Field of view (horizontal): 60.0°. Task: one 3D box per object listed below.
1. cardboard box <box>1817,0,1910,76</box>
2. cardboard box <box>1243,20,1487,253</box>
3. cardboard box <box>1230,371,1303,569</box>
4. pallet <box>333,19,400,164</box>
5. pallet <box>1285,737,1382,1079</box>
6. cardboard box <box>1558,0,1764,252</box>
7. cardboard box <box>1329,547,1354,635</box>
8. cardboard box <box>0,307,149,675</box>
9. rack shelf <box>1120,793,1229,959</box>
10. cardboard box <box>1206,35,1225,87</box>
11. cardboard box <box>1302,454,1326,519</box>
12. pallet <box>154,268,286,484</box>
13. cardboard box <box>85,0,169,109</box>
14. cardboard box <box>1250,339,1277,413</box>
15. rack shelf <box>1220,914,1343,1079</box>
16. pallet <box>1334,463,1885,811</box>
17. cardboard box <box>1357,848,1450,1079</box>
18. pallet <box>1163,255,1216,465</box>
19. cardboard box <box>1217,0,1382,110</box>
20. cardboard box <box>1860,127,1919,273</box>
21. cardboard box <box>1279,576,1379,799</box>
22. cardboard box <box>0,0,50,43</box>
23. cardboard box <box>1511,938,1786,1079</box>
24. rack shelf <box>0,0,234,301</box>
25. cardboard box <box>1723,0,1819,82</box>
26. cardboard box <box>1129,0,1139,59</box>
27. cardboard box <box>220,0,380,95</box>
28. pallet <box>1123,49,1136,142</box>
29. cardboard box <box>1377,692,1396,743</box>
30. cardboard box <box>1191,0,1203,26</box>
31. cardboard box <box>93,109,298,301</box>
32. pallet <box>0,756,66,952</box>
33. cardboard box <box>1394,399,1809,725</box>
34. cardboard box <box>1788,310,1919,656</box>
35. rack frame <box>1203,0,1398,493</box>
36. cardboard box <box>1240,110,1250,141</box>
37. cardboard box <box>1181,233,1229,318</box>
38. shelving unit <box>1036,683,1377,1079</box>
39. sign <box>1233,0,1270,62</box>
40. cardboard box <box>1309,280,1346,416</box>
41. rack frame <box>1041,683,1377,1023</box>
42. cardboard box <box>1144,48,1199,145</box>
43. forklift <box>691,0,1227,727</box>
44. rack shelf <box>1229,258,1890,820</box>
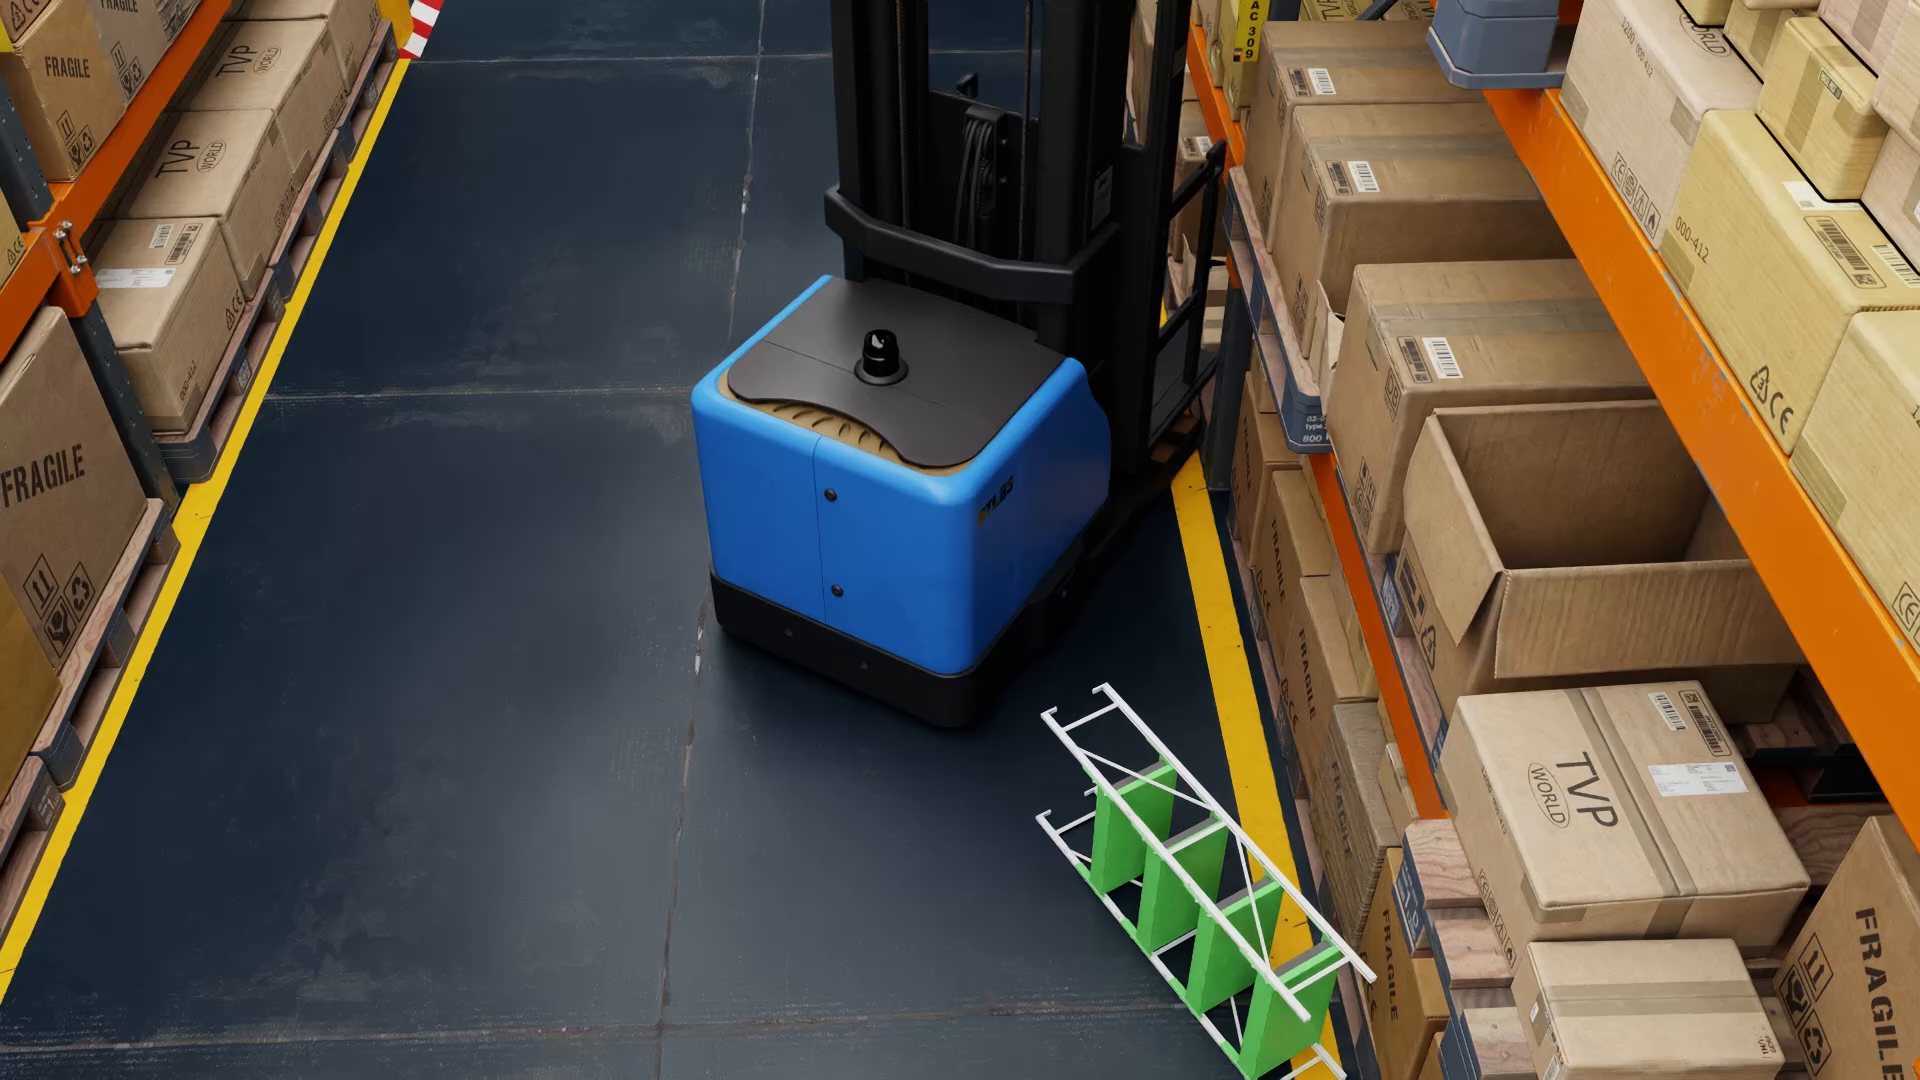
[{"bbox_3d":[1.383,-0.708,2.178,0.380,0.149,0.250,-2,43,-2],"label":"cardboard box"},{"bbox_3d":[1.256,-1.205,4.960,0.700,0.500,0.500,-1,43,-1],"label":"cardboard box"},{"bbox_3d":[1.255,-0.246,5.838,0.500,0.500,0.500,0,43,0],"label":"cardboard box"},{"bbox_3d":[-3.557,-2.336,8.642,1.003,0.211,1.213,-2,43,-2],"label":"pallet"},{"bbox_3d":[1.587,1.055,4.942,1.003,0.211,1.213,-2,43,-2],"label":"pallet"},{"bbox_3d":[1.321,-0.713,2.699,0.500,0.250,0.500,-2,43,-2],"label":"cardboard box"},{"bbox_3d":[1.319,0.143,4.933,0.380,0.149,0.250,-2,43,-2],"label":"cardboard box"},{"bbox_3d":[-3.393,-0.156,5.462,0.875,0.875,0.875,0,43,0],"label":"cardboard box"},{"bbox_3d":[0.623,0.967,4.813,0.258,0.480,0.148,-23,47,-23],"label":"rack shelf"},{"bbox_3d":[1.126,-1.811,6.192,0.380,0.149,0.250,-1,43,-1],"label":"cardboard box"},{"bbox_3d":[1.320,-0.211,5.319,0.380,0.149,0.250,-4,43,-4],"label":"cardboard box"},{"bbox_3d":[-3.454,-0.689,6.845,1.003,0.211,1.213,-2,43,-2],"label":"pallet"},{"bbox_3d":[-3.275,-1.902,6.031,0.500,0.500,0.500,-1,43,-2],"label":"cardboard box"},{"bbox_3d":[1.209,-0.569,5.710,0.380,0.149,0.250,0,43,0],"label":"cardboard box"},{"bbox_3d":[0.874,1.244,4.511,0.258,0.480,0.148,-23,47,-23],"label":"rack shelf"},{"bbox_3d":[1.542,0.112,4.050,1.003,0.211,1.213,-2,43,-2],"label":"pallet"},{"bbox_3d":[1.361,1.150,4.314,0.500,0.500,0.500,0,43,0],"label":"cardboard box"},{"bbox_3d":[1.431,-0.782,6.947,1.003,0.211,1.213,-2,43,-2],"label":"pallet"},{"bbox_3d":[1.194,-1.737,5.816,0.500,0.250,0.500,-1,43,-1],"label":"cardboard box"},{"bbox_3d":[1.397,-0.429,2.095,0.380,0.149,0.250,-1,43,-1],"label":"cardboard box"},{"bbox_3d":[1.304,0.450,5.079,0.500,0.500,0.500,-3,43,-3],"label":"cardboard box"},{"bbox_3d":[-3.278,-1.935,5.327,0.500,0.500,0.500,-1,43,-2],"label":"cardboard box"},{"bbox_3d":[1.218,0.860,2.967,0.380,0.149,0.250,-1,43,-1],"label":"cardboard box"},{"bbox_3d":[-3.585,-2.286,7.057,1.077,0.370,4.000,-2,43,-2],"label":"rack shelf"},{"bbox_3d":[1.382,-0.766,2.461,0.380,0.149,0.250,-1,43,-1],"label":"cardboard box"},{"bbox_3d":[1.221,-2.865,8.693,0.797,0.503,0.637,-3,43,-3],"label":"cardboard box"},{"bbox_3d":[-3.542,-2.669,8.527,0.875,0.438,0.875,-3,43,-3],"label":"cardboard box"},{"bbox_3d":[1.328,-2.429,8.744,1.003,0.211,1.213,-2,43,-2],"label":"pallet"},{"bbox_3d":[1.367,0.492,4.552,0.380,0.149,0.250,-1,43,-2],"label":"cardboard box"},{"bbox_3d":[1.103,-2.161,6.574,0.380,0.149,0.250,-2,43,-2],"label":"cardboard box"},{"bbox_3d":[-3.458,-1.443,7.190,0.875,0.438,0.875,-3,43,-3],"label":"cardboard box"},{"bbox_3d":[-3.337,1.171,4.816,1.003,0.211,1.213,-2,43,-2],"label":"pallet"},{"bbox_3d":[1.375,0.065,3.572,0.797,0.503,0.637,-3,43,-3],"label":"cardboard box"},{"bbox_3d":[1.365,-0.036,1.960,0.500,0.250,0.500,-3,43,-3],"label":"cardboard box"},{"bbox_3d":[1.459,-1.346,5.499,1.000,3.000,0.127,-2,43,-2],"label":"rack frame"},{"bbox_3d":[1.194,-1.462,5.811,0.380,0.149,0.250,-1,43,-1],"label":"cardboard box"},{"bbox_3d":[1.127,-1.102,6.945,0.396,0.266,0.258,0,43,0],"label":"cardboard box"},{"bbox_3d":[0.656,1.004,4.773,0.258,0.503,1.200,-23,47,-23],"label":"shelving unit"},{"bbox_3d":[0.918,-1.645,5.184,0.100,0.325,0.005,-2,43,-2],"label":"sign"},{"bbox_3d":[1.135,-0.502,4.367,0.396,0.266,0.258,0,43,0],"label":"cardboard box"},{"bbox_3d":[0.656,0.824,4.608,0.240,0.015,1.200,-23,47,-23],"label":"rack frame"},{"bbox_3d":[1.141,-1.926,7.671,0.500,0.500,0.500,-1,43,-1],"label":"cardboard box"},{"bbox_3d":[0.323,-1.446,5.658,1.130,2.935,3.031,22,47,22],"label":"forklift"},{"bbox_3d":[1.544,0.269,4.269,1.077,0.370,4.000,-2,43,-2],"label":"rack shelf"}]
